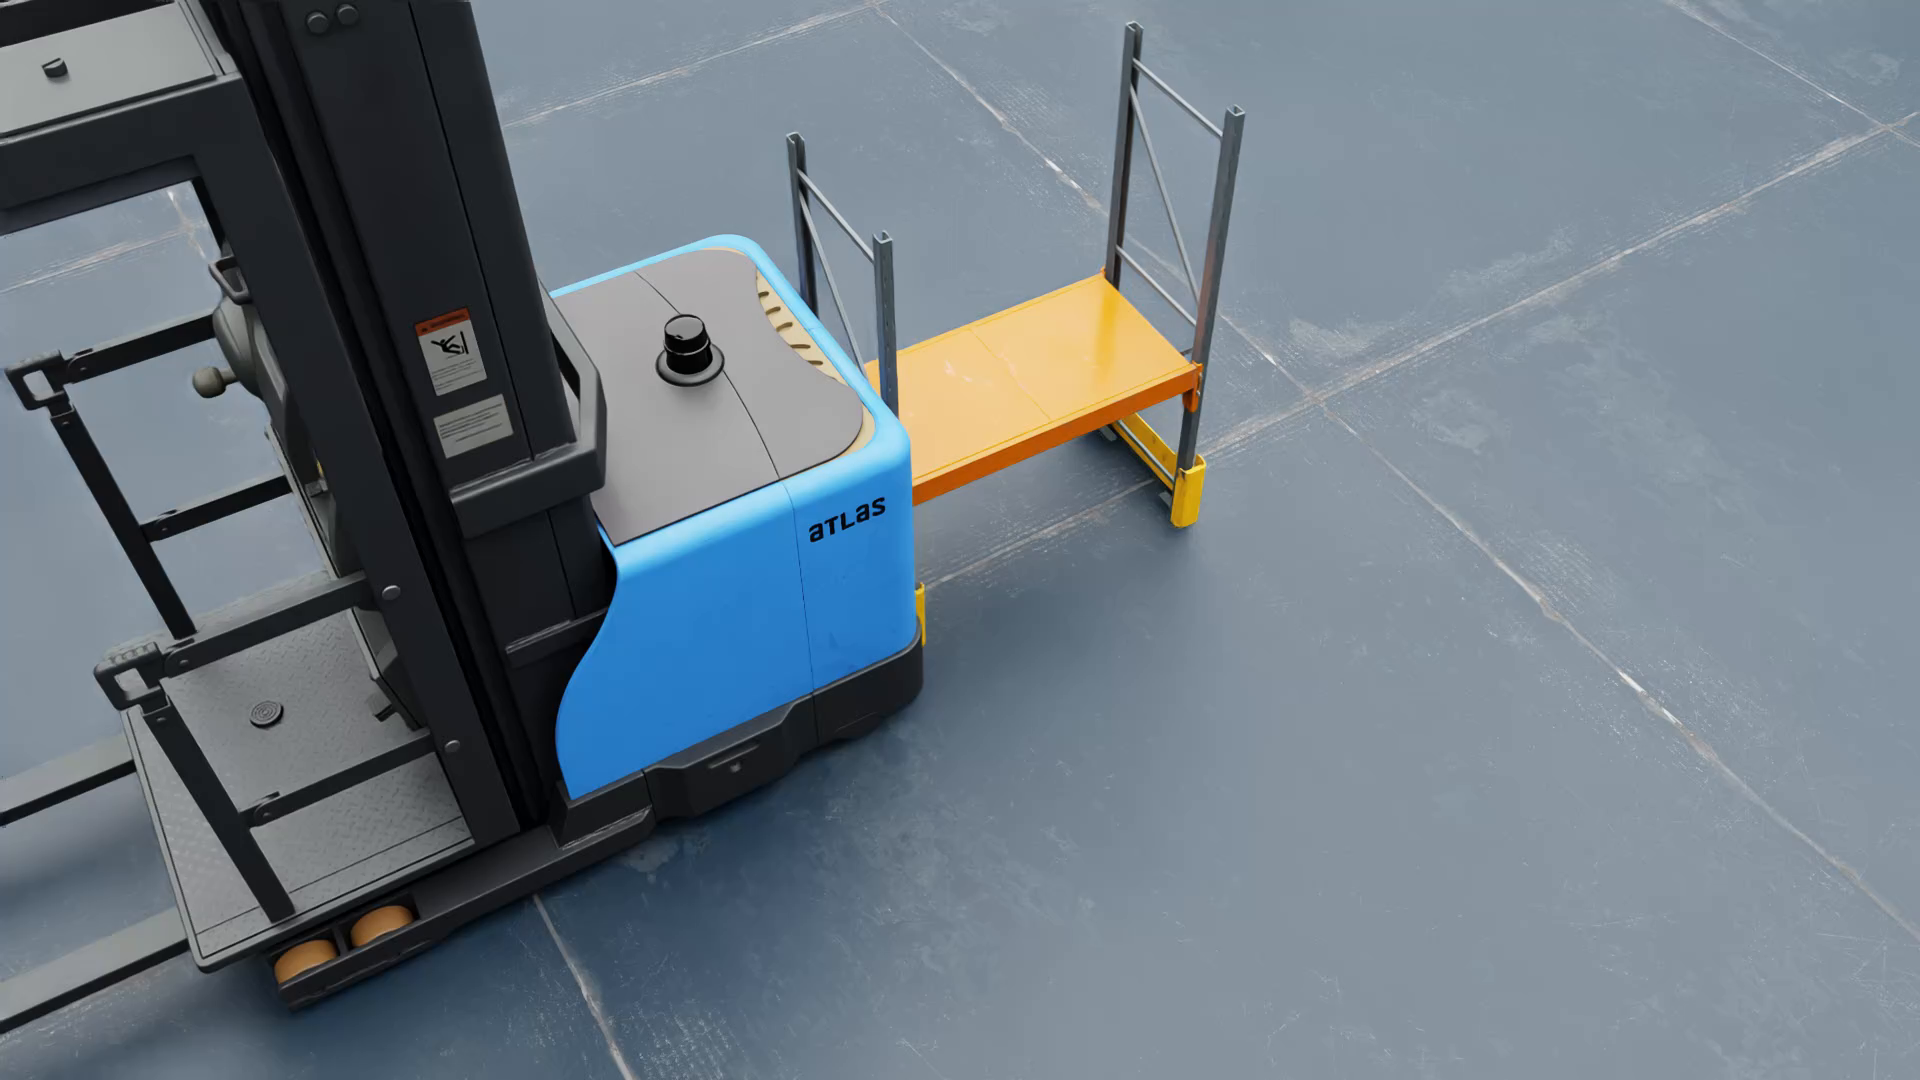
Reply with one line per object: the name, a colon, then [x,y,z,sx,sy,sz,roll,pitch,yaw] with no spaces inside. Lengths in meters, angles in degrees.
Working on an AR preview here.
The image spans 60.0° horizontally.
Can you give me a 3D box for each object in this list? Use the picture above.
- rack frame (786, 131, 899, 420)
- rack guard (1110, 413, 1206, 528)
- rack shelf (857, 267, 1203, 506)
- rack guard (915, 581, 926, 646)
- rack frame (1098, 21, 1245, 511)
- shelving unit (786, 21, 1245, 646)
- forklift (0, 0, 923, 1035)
rack frame: [-0.295,-0.355,4.562,0.032,1.500,0.500,-23,52,-20]
rack guard: [0.583,-0.320,5.368,0.087,0.250,0.587,-23,52,-20]
rack shelf: [0.144,-0.426,4.866,1.000,0.185,0.538,-23,52,-20]
rack guard: [-0.278,0.053,5.035,0.087,0.250,0.587,-23,52,-20]
rack frame: [0.584,-0.737,4.902,0.032,1.500,0.500,-23,52,-20]
shelving unit: [0.152,-0.549,4.735,1.083,1.500,0.587,-23,52,-20]
forklift: [-1.640,-0.263,3.521,3.031,2.935,1.130,-23,52,-20]
